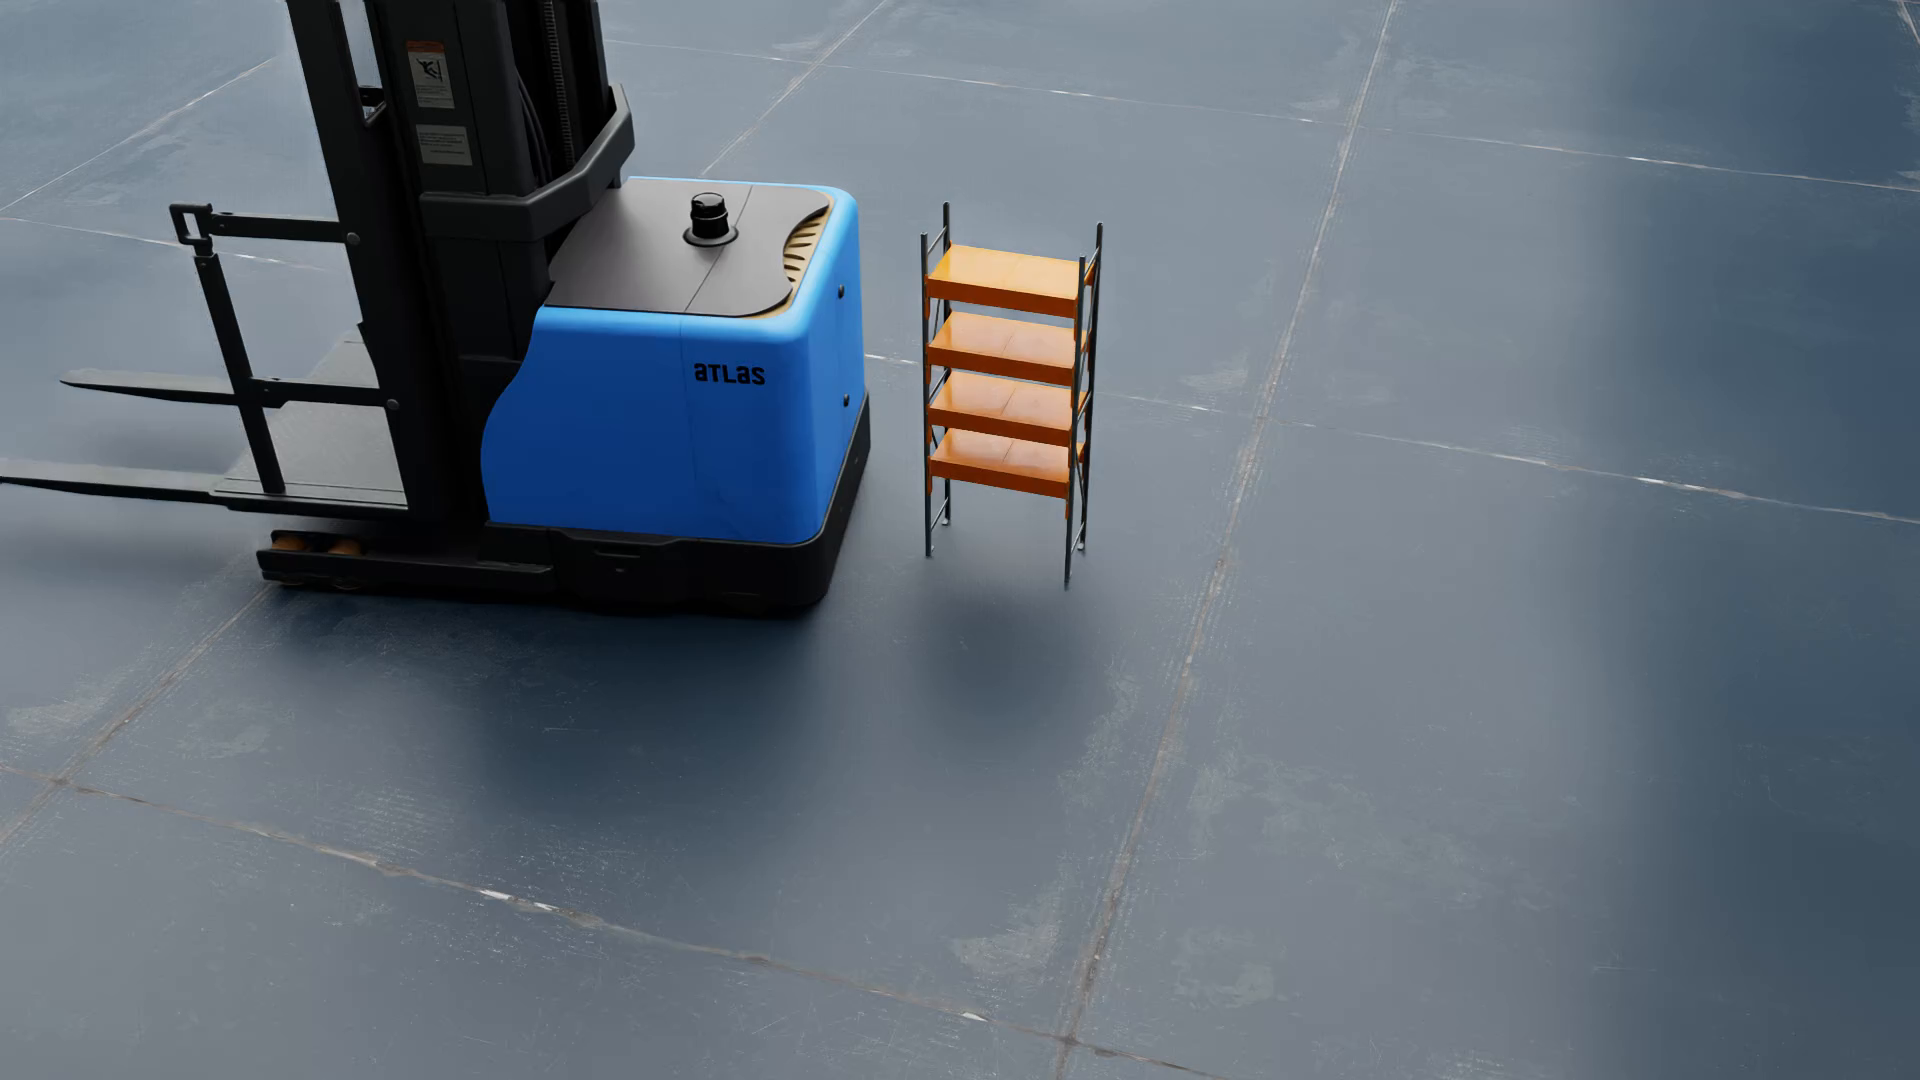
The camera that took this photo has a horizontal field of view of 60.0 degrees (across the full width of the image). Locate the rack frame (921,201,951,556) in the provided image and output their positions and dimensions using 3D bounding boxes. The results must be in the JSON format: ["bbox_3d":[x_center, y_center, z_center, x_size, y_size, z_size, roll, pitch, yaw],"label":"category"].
[{"bbox_3d":[-0.075,-0.497,5.413,0.015,1.200,0.240,10,38,14],"label":"rack frame"}]

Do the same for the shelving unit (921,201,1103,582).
[{"bbox_3d":[0.158,-0.454,5.355,0.503,1.200,0.258,10,38,14],"label":"shelving unit"}]

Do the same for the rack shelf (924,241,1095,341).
[{"bbox_3d":[0.158,-0.770,5.122,0.480,0.148,0.258,10,38,14],"label":"rack shelf"}]

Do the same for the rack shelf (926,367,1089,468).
[{"bbox_3d":[0.158,-0.400,5.394,0.480,0.148,0.258,10,38,14],"label":"rack shelf"}]

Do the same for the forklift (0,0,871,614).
[{"bbox_3d":[-1.882,-1.320,5.071,3.031,2.935,1.130,4,37,6],"label":"forklift"}]

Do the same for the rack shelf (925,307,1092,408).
[{"bbox_3d":[0.158,-0.580,5.262,0.480,0.148,0.258,10,38,14],"label":"rack shelf"}]

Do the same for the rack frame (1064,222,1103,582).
[{"bbox_3d":[0.391,-0.411,5.296,0.015,1.200,0.240,10,38,14],"label":"rack frame"}]

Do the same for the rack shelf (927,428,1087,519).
[{"bbox_3d":[0.158,-0.240,5.512,0.480,0.148,0.258,10,38,14],"label":"rack shelf"}]
